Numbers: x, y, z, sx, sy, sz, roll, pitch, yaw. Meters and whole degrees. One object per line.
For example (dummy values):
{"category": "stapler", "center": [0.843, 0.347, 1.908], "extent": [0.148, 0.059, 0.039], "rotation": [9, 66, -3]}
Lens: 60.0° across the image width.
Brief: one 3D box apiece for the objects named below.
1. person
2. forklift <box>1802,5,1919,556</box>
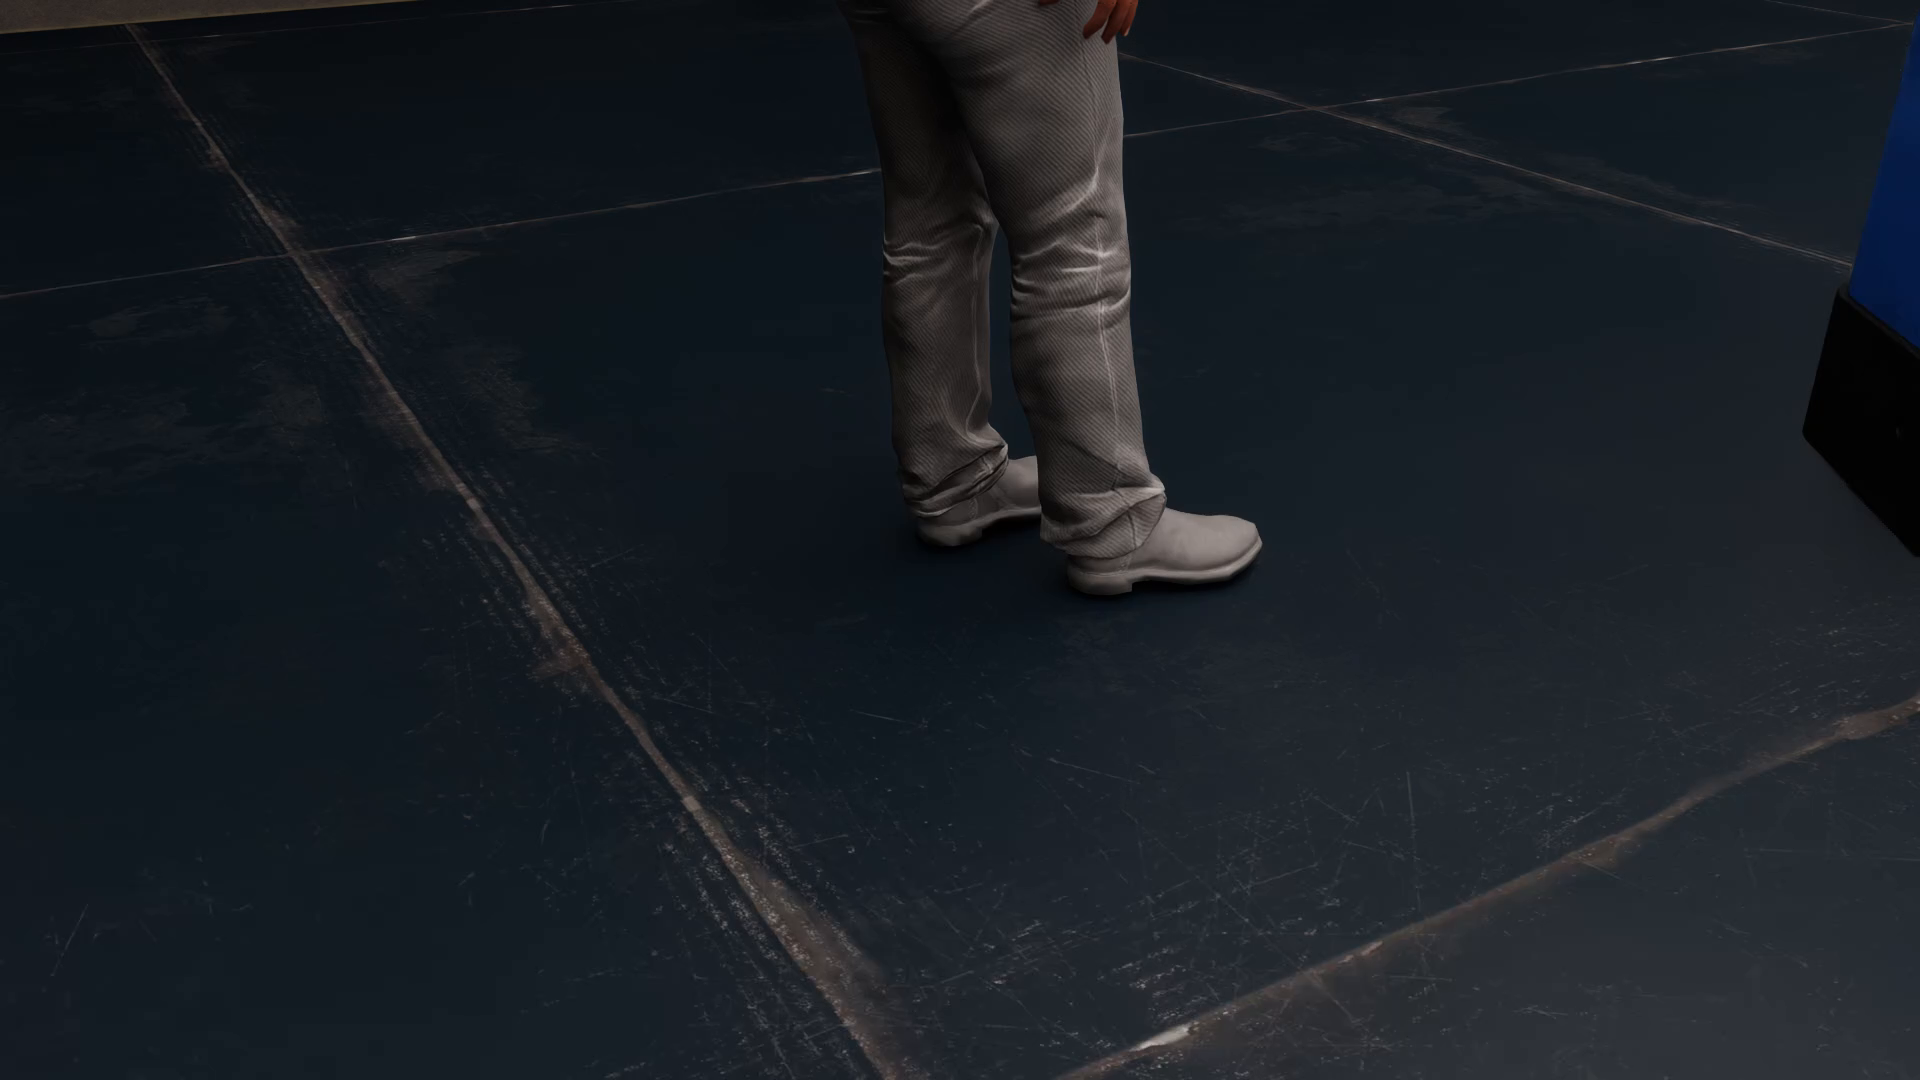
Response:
{"category": "person", "center": [0.058, -0.808, 2.116], "extent": [0.568, 1.773, 0.632], "rotation": [-15, 30, -26]}
{"category": "forklift", "center": [2.834, -1.167, 1.561], "extent": [3.031, 2.935, 1.130], "rotation": [2, 27, 3]}
